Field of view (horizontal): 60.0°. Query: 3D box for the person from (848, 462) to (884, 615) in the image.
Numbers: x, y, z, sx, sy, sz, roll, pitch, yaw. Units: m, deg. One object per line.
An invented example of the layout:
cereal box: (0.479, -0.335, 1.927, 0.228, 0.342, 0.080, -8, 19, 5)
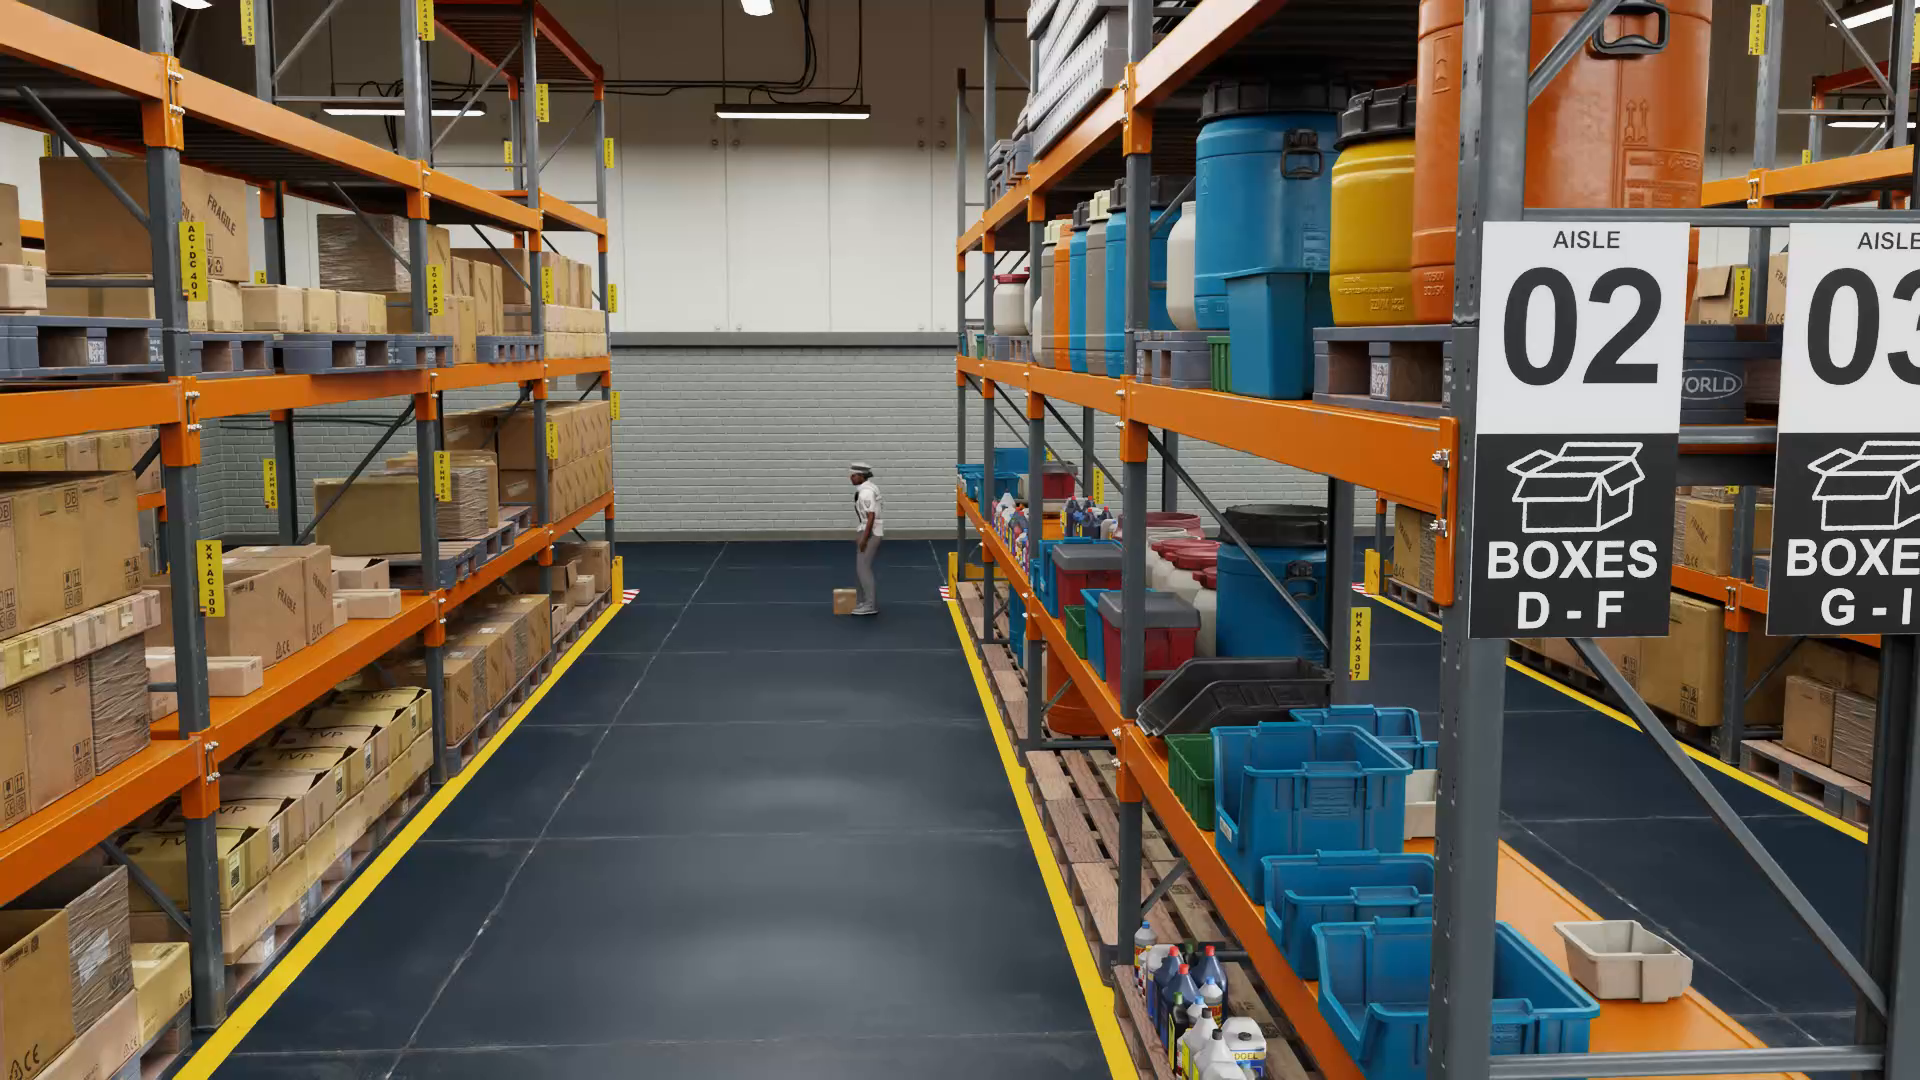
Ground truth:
person: (-1.028, -0.025, 18.204, 0.388, 1.659, 0.506, -1, 7, -6)
